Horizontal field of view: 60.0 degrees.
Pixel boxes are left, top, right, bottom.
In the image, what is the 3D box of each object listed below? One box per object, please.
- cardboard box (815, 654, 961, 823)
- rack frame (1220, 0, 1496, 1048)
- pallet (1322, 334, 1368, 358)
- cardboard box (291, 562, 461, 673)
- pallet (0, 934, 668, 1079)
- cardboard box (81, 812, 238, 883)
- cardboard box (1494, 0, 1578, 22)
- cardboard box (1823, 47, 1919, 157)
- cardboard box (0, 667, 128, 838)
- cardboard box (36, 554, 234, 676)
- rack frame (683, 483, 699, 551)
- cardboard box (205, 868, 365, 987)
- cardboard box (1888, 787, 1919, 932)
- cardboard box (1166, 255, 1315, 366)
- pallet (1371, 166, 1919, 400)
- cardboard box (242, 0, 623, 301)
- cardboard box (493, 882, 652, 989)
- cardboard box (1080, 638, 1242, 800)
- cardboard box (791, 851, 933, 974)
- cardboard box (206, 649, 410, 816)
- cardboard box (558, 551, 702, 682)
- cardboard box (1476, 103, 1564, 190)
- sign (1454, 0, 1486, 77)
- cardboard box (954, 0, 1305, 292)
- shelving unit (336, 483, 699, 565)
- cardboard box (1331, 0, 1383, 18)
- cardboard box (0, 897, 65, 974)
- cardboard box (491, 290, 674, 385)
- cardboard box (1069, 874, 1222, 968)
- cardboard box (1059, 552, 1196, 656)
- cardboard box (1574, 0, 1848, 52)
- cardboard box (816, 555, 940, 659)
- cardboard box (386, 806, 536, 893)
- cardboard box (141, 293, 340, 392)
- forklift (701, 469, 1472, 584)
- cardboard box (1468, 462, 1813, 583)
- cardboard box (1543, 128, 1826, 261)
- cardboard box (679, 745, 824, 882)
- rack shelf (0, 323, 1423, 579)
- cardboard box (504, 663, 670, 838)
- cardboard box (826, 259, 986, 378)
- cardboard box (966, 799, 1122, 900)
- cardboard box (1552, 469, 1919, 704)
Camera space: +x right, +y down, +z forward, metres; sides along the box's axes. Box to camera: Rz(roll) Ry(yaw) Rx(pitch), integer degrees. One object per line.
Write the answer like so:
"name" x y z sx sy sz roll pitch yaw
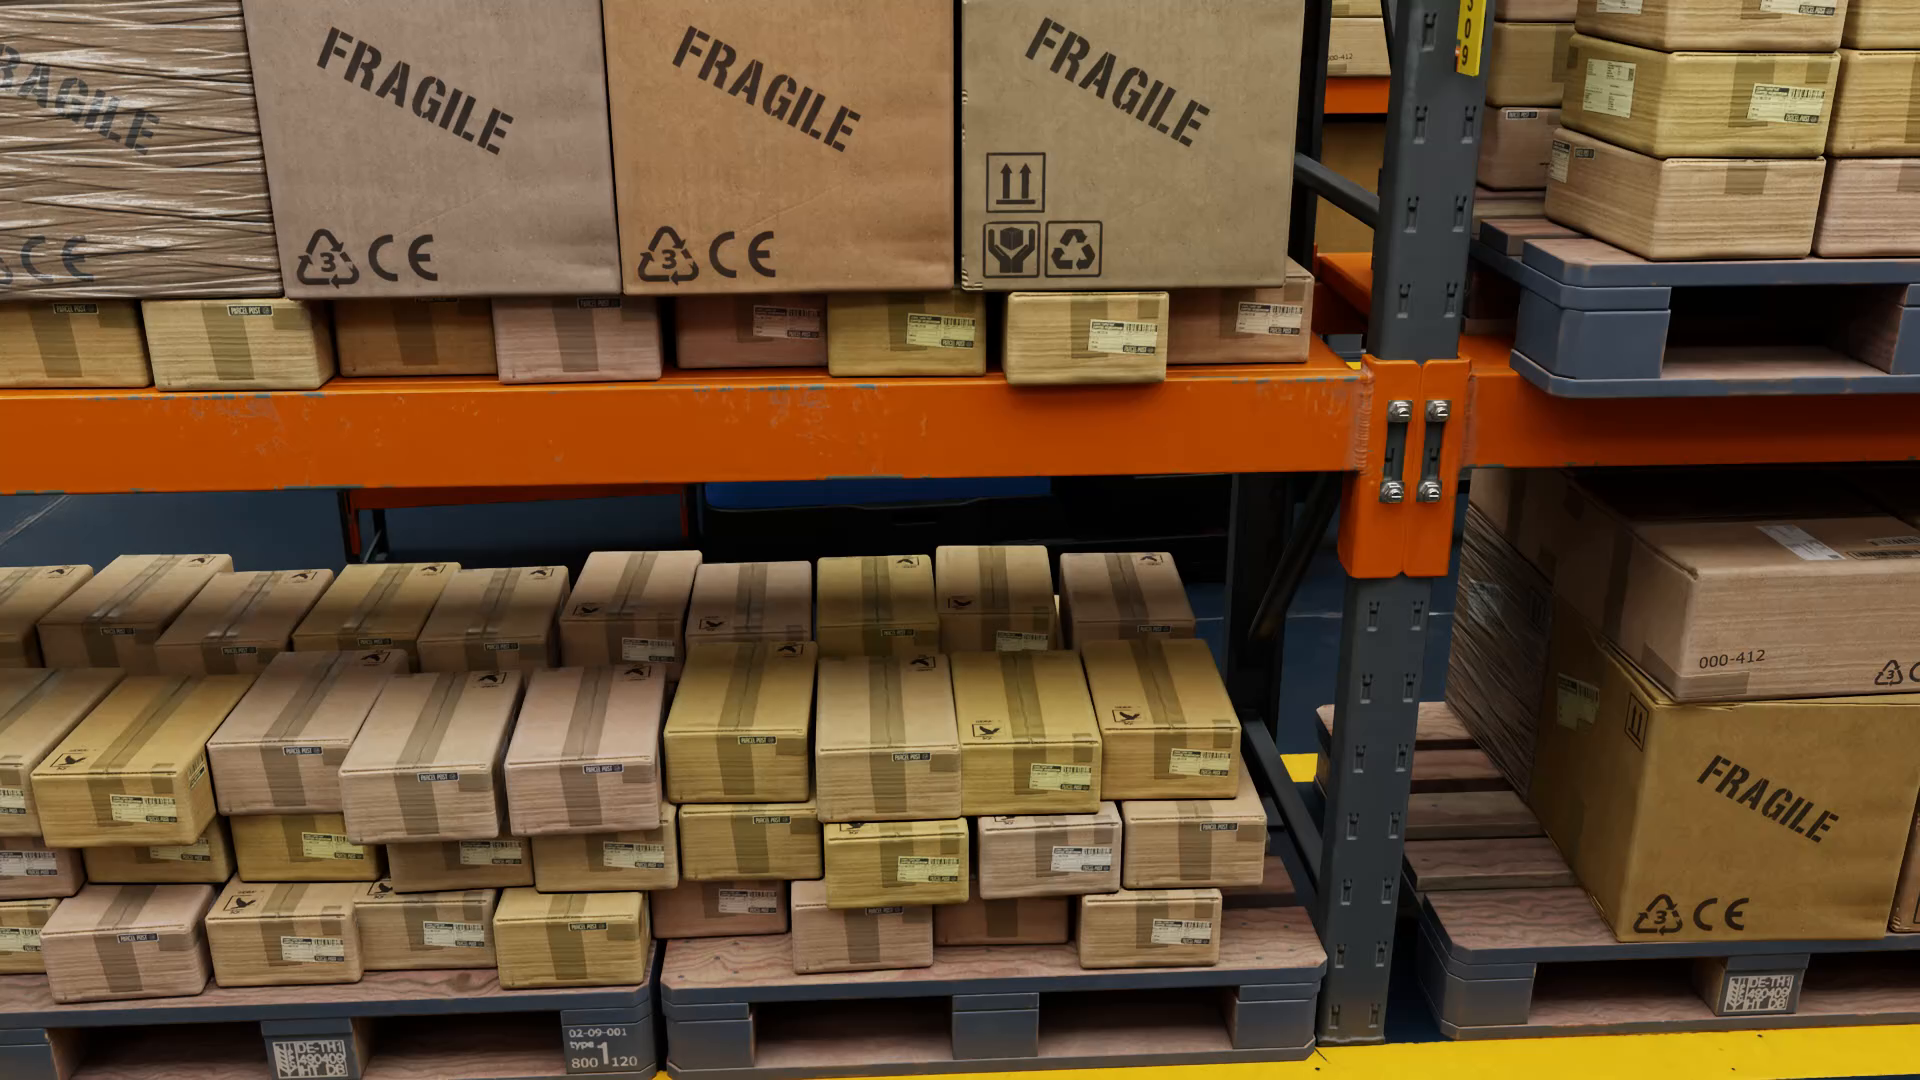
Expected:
"cardboard box" -0.135 0.356 3.050 0.250 0.149 0.380 -1 21 -4
"rack frame" 0.706 -0.628 3.056 0.127 3.000 1.000 -1 21 -3
"pallet" 2.310 -1.150 8.344 1.213 0.211 1.003 -1 21 -3
"cardboard box" -1.211 0.186 3.498 0.250 0.149 0.380 -1 21 -3
"pallet" -1.183 0.727 3.415 1.213 0.211 1.003 -1 21 -3
"cardboard box" -1.443 0.483 3.136 0.250 0.149 0.380 0 21 0
"cardboard box" 1.096 -1.063 3.123 0.250 0.149 0.380 0 21 -1
"cardboard box" 1.384 -0.697 2.580 0.250 0.149 0.380 -2 21 -4
"cardboard box" -1.697 0.376 2.997 0.250 0.149 0.380 0 21 -1
"cardboard box" -1.741 0.167 3.547 0.250 0.149 0.380 0 21 -1
"rack frame" -0.869 -0.459 5.246 0.032 1.125 0.500 -3 21 -8
"cardboard box" -1.202 0.656 3.099 0.250 0.149 0.380 -1 21 -3
"cardboard box" 1.987 0.411 3.248 0.500 0.500 0.500 0 21 -1
"cardboard box" 0.434 -0.422 2.867 0.250 0.149 0.380 -1 21 -4
"pallet" 1.478 -0.503 2.995 1.213 0.211 1.003 -1 21 -3
"cardboard box" -0.776 -0.684 2.644 0.500 0.500 0.500 -1 21 -3
"cardboard box" -0.699 0.658 3.094 0.250 0.149 0.380 -1 21 -3
"cardboard box" 0.366 0.329 3.121 0.250 0.149 0.380 -1 21 -2
"cardboard box" -0.190 0.641 3.139 0.250 0.149 0.380 -2 21 -5
"cardboard box" -1.186 0.348 3.071 0.250 0.149 0.380 -1 21 -3
"cardboard box" -0.695 0.160 3.566 0.250 0.149 0.380 -1 21 -2
"cardboard box" 1.091 -0.786 3.232 0.250 0.149 0.380 -2 21 -4
"sign" 0.745 -0.840 2.396 0.005 0.325 0.100 -1 21 -3
"cardboard box" 0.239 -0.704 2.696 0.500 0.500 0.500 -1 21 -3
"shelving unit" -1.372 -0.431 5.173 1.048 1.125 0.538 -3 21 -8
"cardboard box" 1.802 -2.478 7.423 0.500 0.250 0.500 -1 21 -2
"cardboard box" -1.731 0.645 3.128 0.250 0.149 0.380 -1 21 -3
"cardboard box" -0.615 -0.381 2.760 0.250 0.149 0.380 -2 21 -5
"cardboard box" 0.334 0.637 3.149 0.250 0.149 0.380 -1 21 -2
"cardboard box" 0.350 0.163 3.557 0.250 0.149 0.380 0 21 -1
"cardboard box" 1.126 -0.830 2.512 0.250 0.149 0.380 0 21 0
"cardboard box" -0.178 0.170 3.538 0.250 0.149 0.380 -1 21 -4
"cardboard box" -0.904 0.490 3.116 0.250 0.149 0.380 -2 21 -6
"cardboard box" -1.122 -0.365 2.716 0.250 0.149 0.380 -1 21 -2
"forklift" 0.648 -1.426 5.246 3.031 2.935 1.130 -3 21 -8
"cardboard box" 1.435 -0.112 3.568 0.500 0.250 0.500 -2 21 -4
"cardboard box" 1.126 -0.552 2.618 0.250 0.149 0.380 -2 21 -6
"cardboard box" -0.382 0.480 3.143 0.250 0.149 0.380 -1 21 -3
"rack shelf" -1.291 -0.252 3.077 4.000 0.370 1.077 -1 21 -3
"cardboard box" -0.664 0.372 3.008 0.250 0.149 0.380 -2 21 -6
"cardboard box" -0.087 -0.394 2.793 0.250 0.149 0.380 0 21 -1
"cardboard box" 0.140 0.498 3.096 0.250 0.149 0.380 -2 21 -6
"cardboard box" 1.459 0.072 3.085 0.500 0.250 0.500 -2 21 -5
